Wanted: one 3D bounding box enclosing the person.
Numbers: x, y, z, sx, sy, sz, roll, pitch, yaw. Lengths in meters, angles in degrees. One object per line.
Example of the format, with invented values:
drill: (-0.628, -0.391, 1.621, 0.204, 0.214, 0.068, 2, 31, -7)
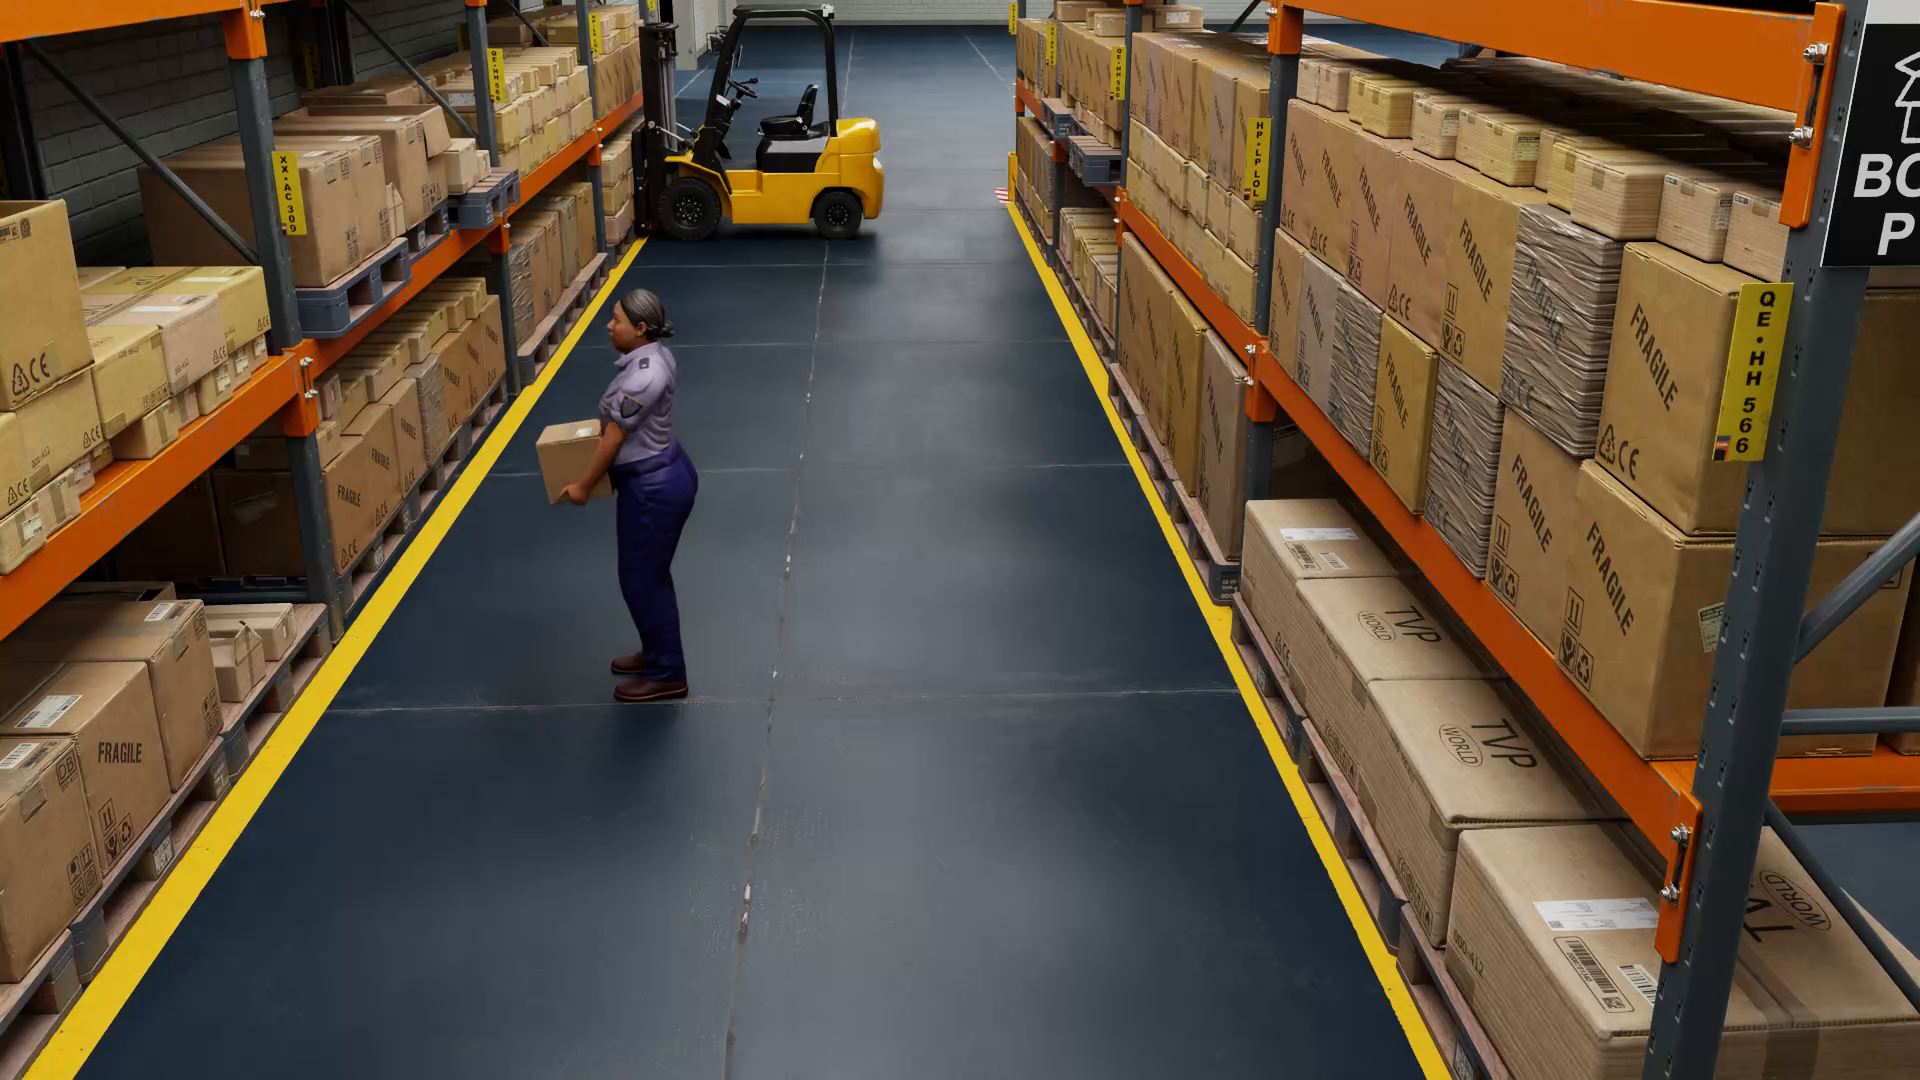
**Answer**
person: (-1.308, -0.179, 6.591, 0.524, 1.647, 0.434, -1, 21, -4)
